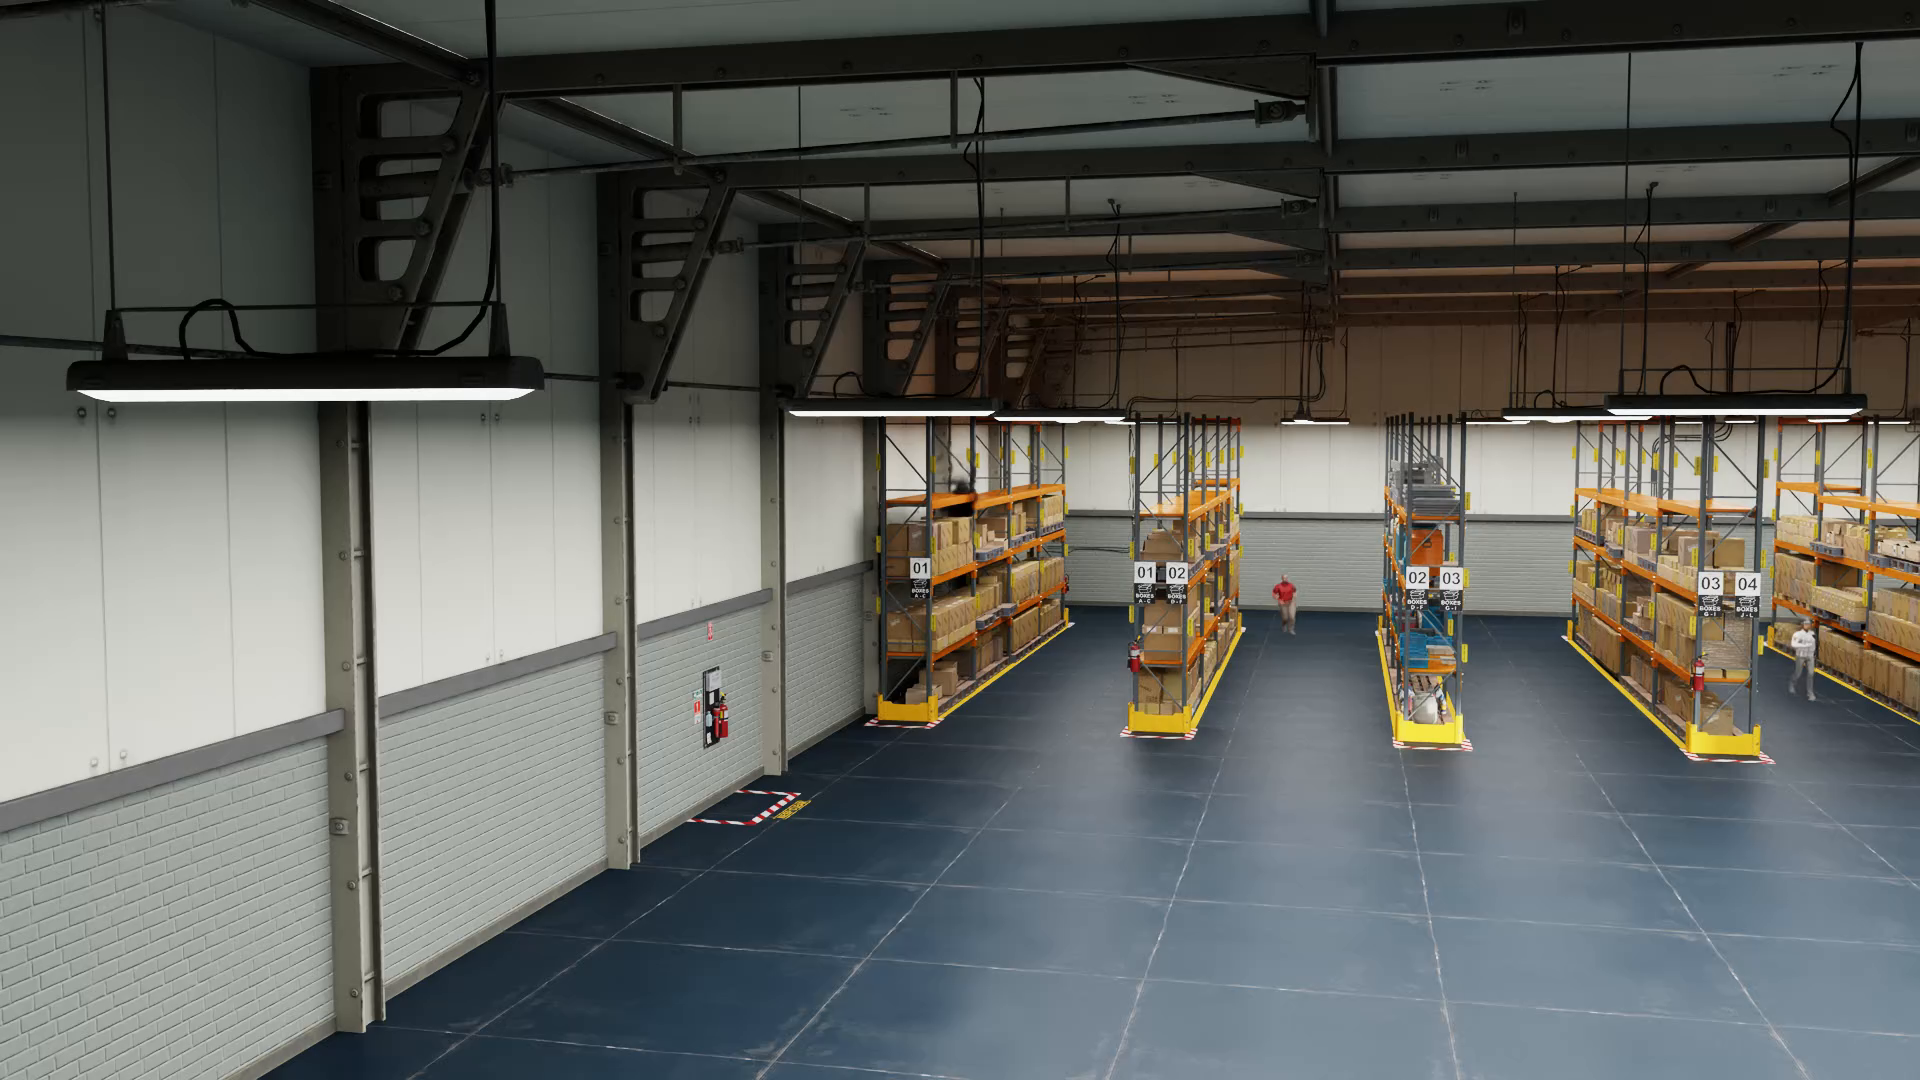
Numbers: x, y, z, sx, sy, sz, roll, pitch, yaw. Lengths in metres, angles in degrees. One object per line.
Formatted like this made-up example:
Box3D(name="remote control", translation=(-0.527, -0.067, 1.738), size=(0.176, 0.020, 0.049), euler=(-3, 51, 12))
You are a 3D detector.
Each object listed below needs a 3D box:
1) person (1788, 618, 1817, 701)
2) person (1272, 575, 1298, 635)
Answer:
Box3D(name="person", translation=(17.817, 2.479, 35.116), size=(0.621, 1.703, 0.895), euler=(0, 4, 0))
Box3D(name="person", translation=(9.008, 1.783, 45.904), size=(0.680, 1.663, 0.632), euler=(0, 4, -7))
